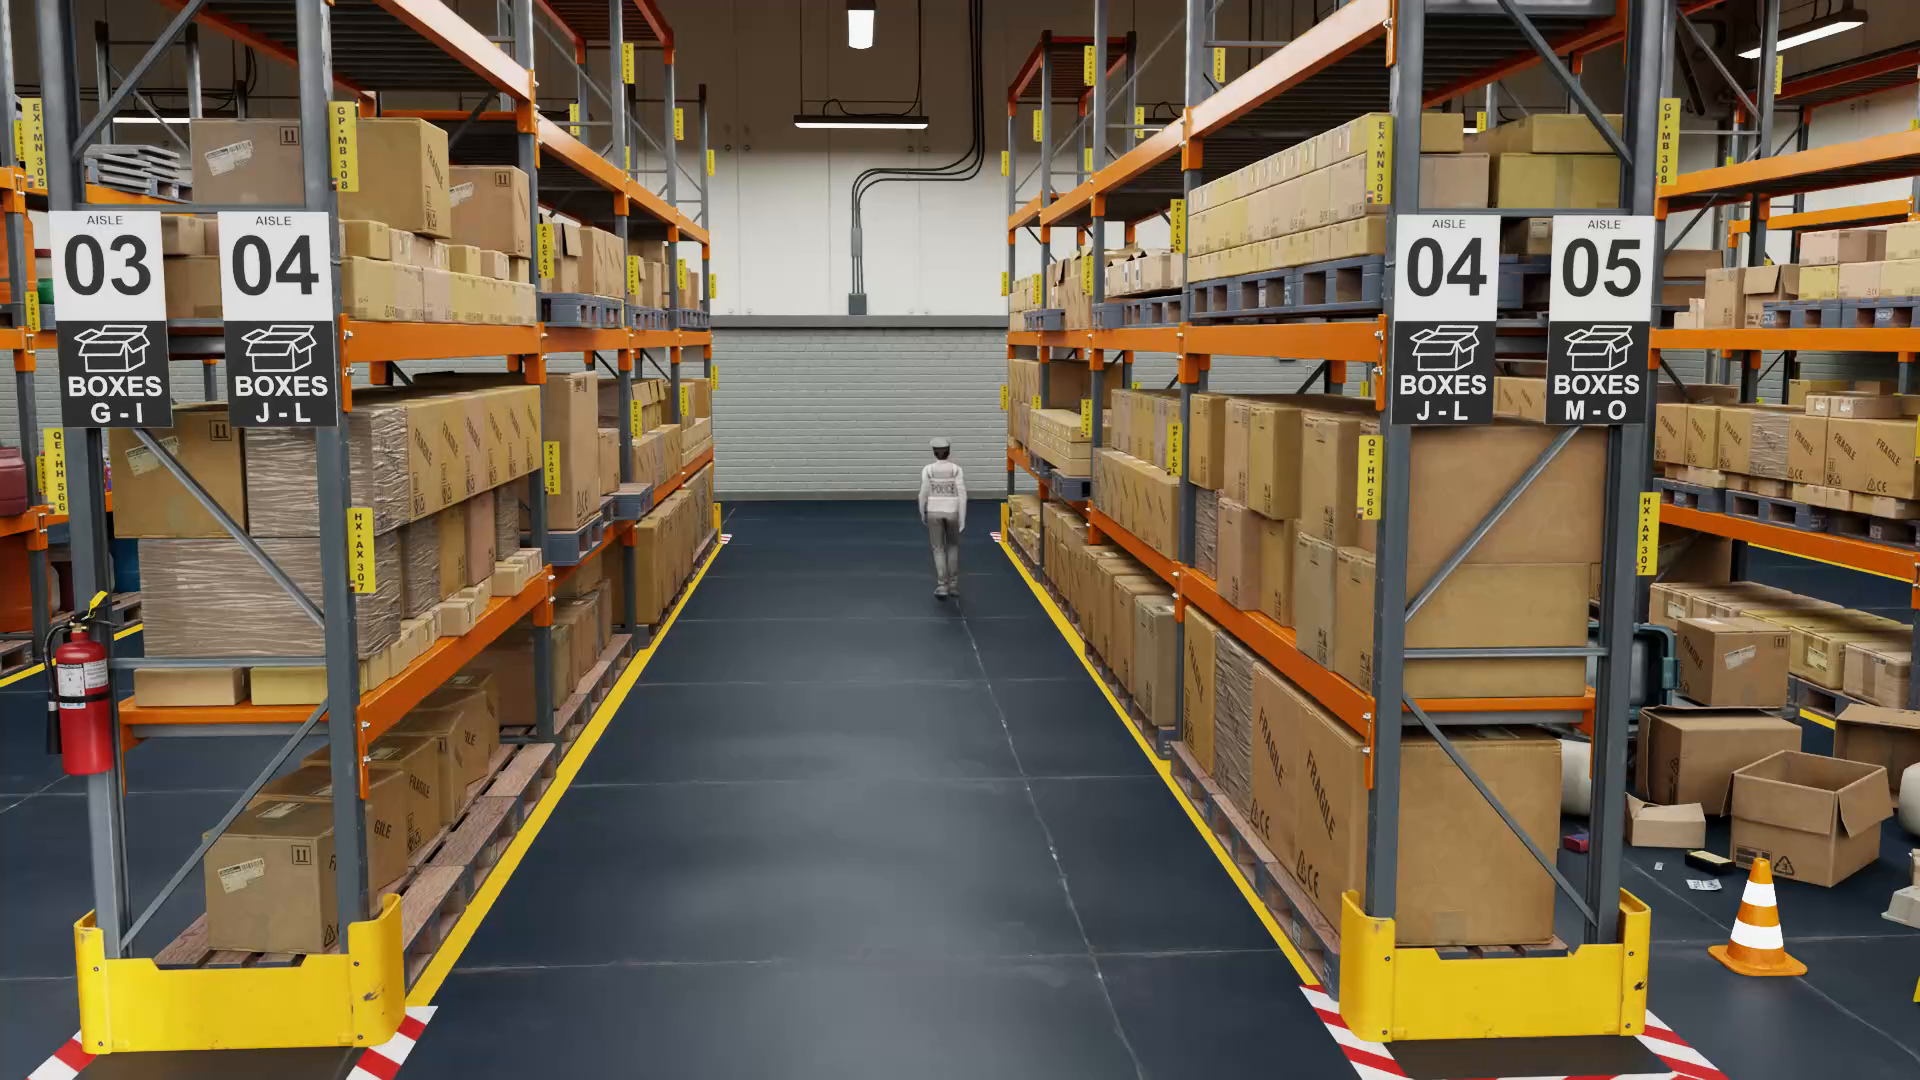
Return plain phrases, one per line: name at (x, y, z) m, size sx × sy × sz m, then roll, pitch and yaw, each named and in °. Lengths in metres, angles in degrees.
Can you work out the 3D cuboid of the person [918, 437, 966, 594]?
person at (-0.200, -0.267, 17.749) m, size 0.500 × 1.663 × 0.902 m, roll -1°, pitch 7°, yaw -6°
